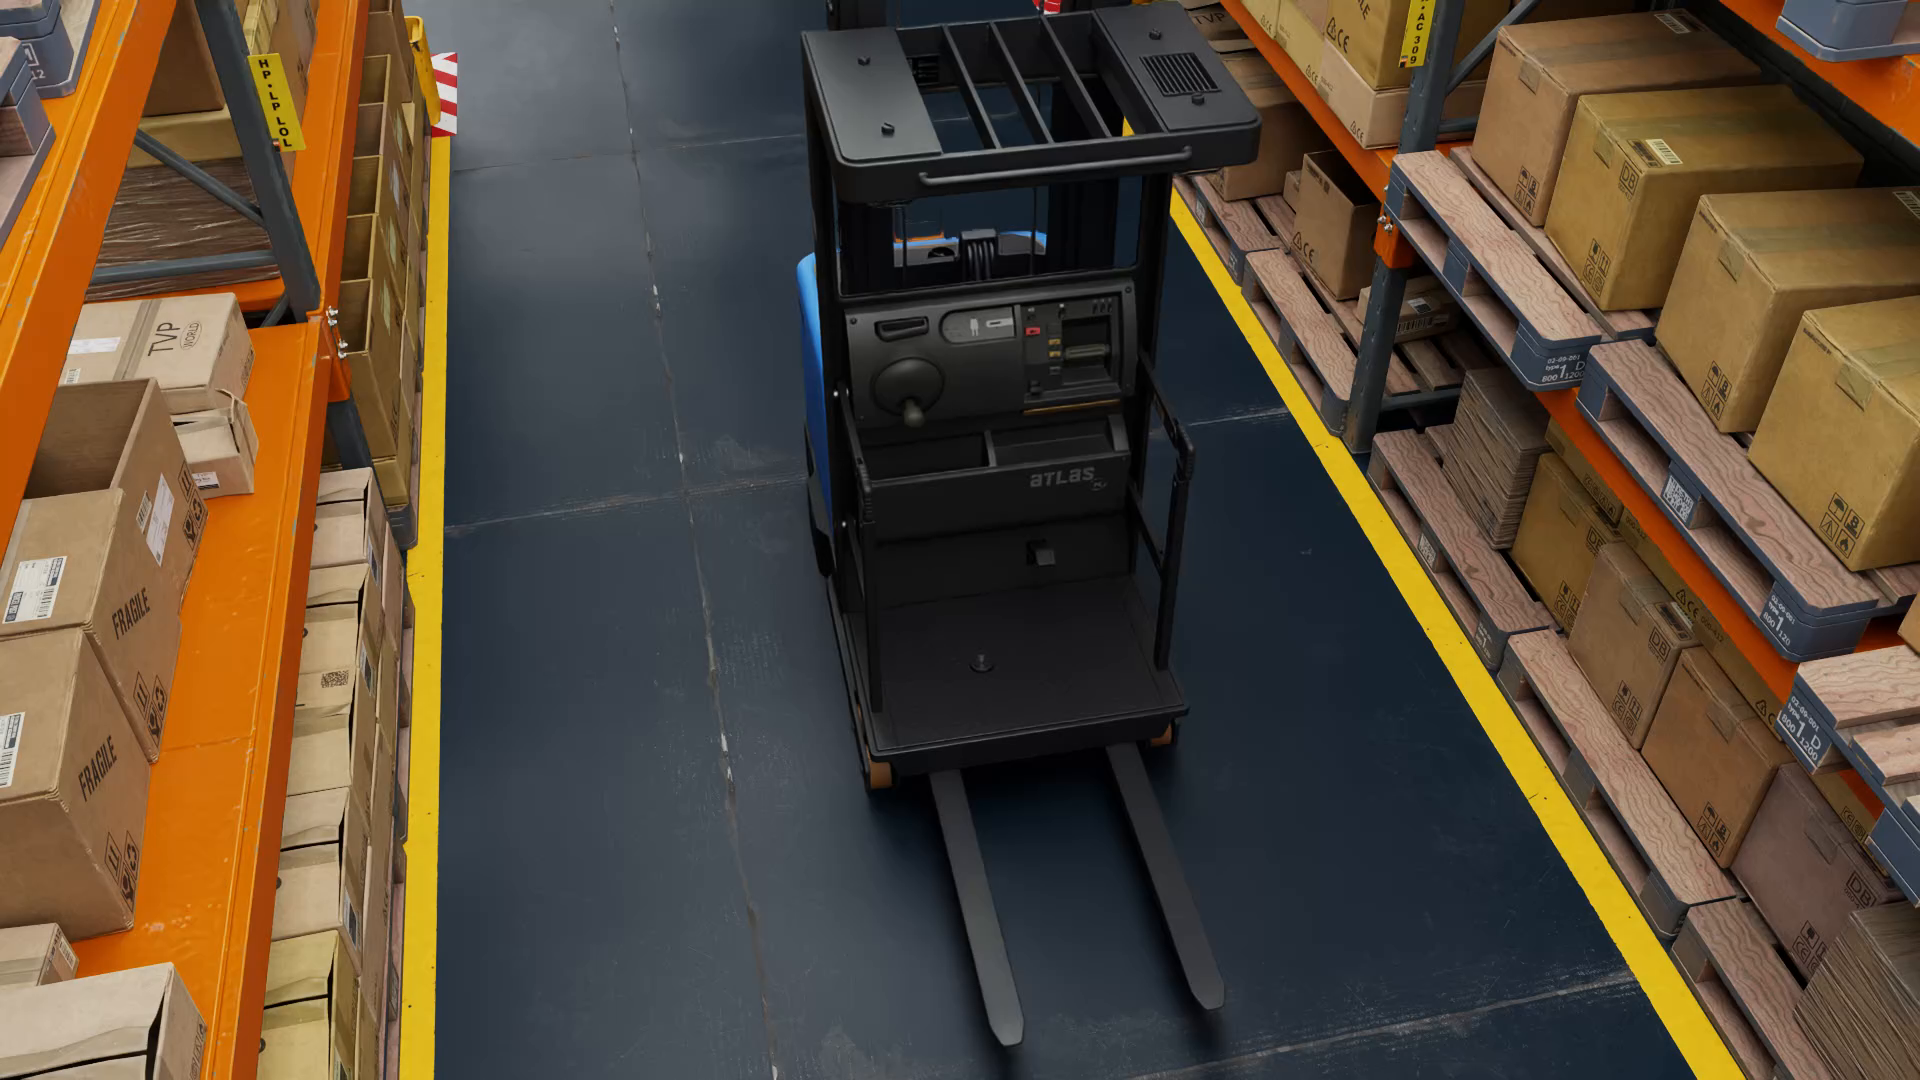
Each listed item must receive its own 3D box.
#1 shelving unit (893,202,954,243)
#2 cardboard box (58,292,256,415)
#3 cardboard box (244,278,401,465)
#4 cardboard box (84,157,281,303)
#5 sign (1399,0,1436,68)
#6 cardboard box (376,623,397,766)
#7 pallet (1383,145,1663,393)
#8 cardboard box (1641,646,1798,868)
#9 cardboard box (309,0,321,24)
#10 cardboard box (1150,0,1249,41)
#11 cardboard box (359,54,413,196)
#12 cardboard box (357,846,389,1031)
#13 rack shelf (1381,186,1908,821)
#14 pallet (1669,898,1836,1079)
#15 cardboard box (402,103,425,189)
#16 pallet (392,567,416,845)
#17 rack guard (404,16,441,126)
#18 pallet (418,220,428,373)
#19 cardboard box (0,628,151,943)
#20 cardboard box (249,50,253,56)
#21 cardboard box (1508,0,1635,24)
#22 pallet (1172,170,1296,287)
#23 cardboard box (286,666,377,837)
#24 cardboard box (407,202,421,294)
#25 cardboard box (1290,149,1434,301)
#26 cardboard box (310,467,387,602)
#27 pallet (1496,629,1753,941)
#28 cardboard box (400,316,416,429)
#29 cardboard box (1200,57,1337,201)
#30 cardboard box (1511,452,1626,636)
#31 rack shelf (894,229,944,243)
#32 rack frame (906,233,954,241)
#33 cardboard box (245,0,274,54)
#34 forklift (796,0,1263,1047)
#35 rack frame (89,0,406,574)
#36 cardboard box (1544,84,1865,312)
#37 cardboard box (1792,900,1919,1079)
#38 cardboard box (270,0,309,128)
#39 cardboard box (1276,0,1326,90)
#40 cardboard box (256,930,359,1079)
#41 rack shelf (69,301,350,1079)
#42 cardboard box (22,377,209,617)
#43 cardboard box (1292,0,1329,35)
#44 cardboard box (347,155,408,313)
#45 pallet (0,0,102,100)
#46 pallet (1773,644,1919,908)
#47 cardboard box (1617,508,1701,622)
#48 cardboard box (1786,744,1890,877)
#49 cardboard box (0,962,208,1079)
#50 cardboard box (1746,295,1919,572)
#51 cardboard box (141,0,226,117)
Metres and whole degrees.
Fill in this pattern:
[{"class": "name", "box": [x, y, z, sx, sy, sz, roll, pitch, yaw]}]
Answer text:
[{"class": "shelving unit", "box": [-0.145, -0.876, 6.946, 0.215, 1.050, 0.252, -8, 42, -8]}, {"class": "cardboard box", "box": [-2.525, -0.513, 5.181, 0.500, 0.250, 0.500, -6, 42, -7]}, {"class": "cardboard box", "box": [-2.468, -0.636, 6.398, 0.500, 0.500, 0.500, -8, 42, -9]}, {"class": "cardboard box", "box": [-2.776, -1.206, 5.774, 0.700, 0.500, 0.500, -9, 42, -10]}, {"class": "sign", "box": [1.634, -1.835, 5.906, 0.100, 0.325, 0.005, -8, 42, -9]}, {"class": "cardboard box", "box": [-2.194, 0.545, 5.632, 0.500, 0.250, 0.500, -9, 42, -10]}, {"class": "pallet", "box": [2.185, -1.006, 5.768, 1.003, 0.211, 1.213, -8, 42, -9]}, {"class": "cardboard box", "box": [2.687, 0.641, 5.320, 0.700, 0.500, 0.500, -9, 42, -10]}, {"class": "cardboard box", "box": [-3.230, -2.545, 7.282, 0.700, 0.500, 0.500, -8, 42, -9]}, {"class": "cardboard box", "box": [1.360, -2.884, 9.434, 0.500, 0.311, 0.500, -13, 43, -14]}, {"class": "cardboard box", "box": [-2.901, -1.933, 7.858, 0.500, 0.500, 0.500, -8, 42, -9]}, {"class": "cardboard box", "box": [-1.975, 1.206, 4.886, 0.500, 0.250, 0.500, -8, 42, -8]}, {"class": "rack shelf", "box": [2.594, -0.029, 5.065, 1.077, 0.370, 4.000, -8, 42, -9]}, {"class": "pallet", "box": [2.858, 1.535, 4.862, 1.003, 0.211, 1.213, -8, 42, -9]}, {"class": "cardboard box", "box": [-3.014, -1.976, 8.471, 0.500, 0.250, 0.500, -8, 42, -9]}, {"class": "pallet", "box": [-2.477, 0.633, 5.878, 1.003, 0.211, 1.213, -8, 42, -9]}, {"class": "rack guard", "box": [-3.543, -2.555, 9.252, 1.175, 0.500, 0.348, -8, 42, -9]}, {"class": "pallet", "box": [-3.072, -1.153, 7.890, 1.003, 0.211, 1.213, -8, 42, -9]}, {"class": "cardboard box", "box": [-2.189, 0.588, 3.752, 0.500, 0.500, 0.500, -10, 43, -12]}, {"class": "cardboard box", "box": [-2.597, -1.526, 5.646, 0.380, 0.149, 0.250, -8, 42, -9]}, {"class": "cardboard box", "box": [2.265, -2.160, 6.457, 0.500, 0.500, 0.500, -9, 42, -10]}, {"class": "pallet", "box": [1.716, -1.774, 8.589, 1.003, 0.211, 1.213, -8, 42, -9]}, {"class": "cardboard box", "box": [-2.083, 0.661, 5.078, 0.500, 0.311, 0.500, -8, 42, -9]}, {"class": "cardboard box", "box": [-2.798, -1.328, 7.741, 0.500, 0.250, 0.500, -8, 42, -9]}, {"class": "cardboard box", "box": [1.899, -1.491, 7.721, 0.500, 0.500, 0.500, -11, 43, -12]}, {"class": "cardboard box", "box": [-2.307, 0.001, 5.822, 0.500, 0.311, 0.500, -8, 42, -9]}, {"class": "pallet", "box": [2.598, 0.746, 5.751, 1.003, 0.211, 1.213, -8, 42, -9]}, {"class": "cardboard box", "box": [-2.581, -0.679, 7.011, 0.500, 0.250, 0.500, -8, 42, -9]}, {"class": "cardboard box", "box": [1.593, -2.103, 8.411, 0.700, 0.500, 0.500, -11, 43, -12]}, {"class": "cardboard box", "box": [2.498, -0.021, 6.066, 0.700, 0.500, 0.500, -9, 42, -10]}, {"class": "rack shelf", "box": [-0.145, -1.080, 6.765, 0.215, 0.259, 0.240, -8, 42, -8]}, {"class": "rack frame", "box": [-0.121, -0.797, 6.857, 0.200, 1.050, 0.008, -8, 42, -8]}, {"class": "cardboard box", "box": [-2.713, -1.863, 6.026, 0.380, 0.149, 0.250, -9, 42, -10]}, {"class": "forklift", "box": [0.151, -0.503, 5.109, 1.130, 2.935, 3.031, -8, 42, -8]}, {"class": "rack frame", "box": [-2.674, -0.882, 5.484, 1.000, 3.000, 0.127, -8, 42, -9]}, {"class": "cardboard box", "box": [2.352, -1.098, 5.321, 0.700, 0.500, 0.500, -4, 42, -5]}, {"class": "cardboard box", "box": [2.819, 1.310, 4.566, 0.700, 0.500, 0.500, -8, 42, -9]}, {"class": "cardboard box", "box": [-3.001, -1.873, 6.525, 0.700, 0.500, 0.500, -8, 42, -9]}, {"class": "cardboard box", "box": [1.664, -2.133, 6.992, 0.500, 0.250, 0.500, -8, 42, -9]}, {"class": "cardboard box", "box": [-1.866, 1.321, 4.335, 0.500, 0.311, 0.500, -9, 42, -10]}, {"class": "rack shelf", "box": [-2.242, 0.684, 4.262, 1.077, 0.370, 4.000, -8, 42, -9]}, {"class": "cardboard box", "box": [-2.410, -0.078, 4.503, 0.500, 0.500, 0.500, -6, 42, -6]}, {"class": "cardboard box", "box": [1.645, -2.411, 6.739, 0.500, 0.500, 0.500, -9, 42, -10]}, {"class": "cardboard box", "box": [-2.684, -1.285, 7.128, 0.500, 0.500, 0.500, -8, 42, -9]}, {"class": "pallet", "box": [-2.471, -1.362, 3.910, 0.805, 0.209, 1.217, -10, 43, -11]}, {"class": "pallet", "box": [2.768, 0.624, 3.932, 1.213, 0.211, 1.003, -8, 42, -9]}, {"class": "cardboard box", "box": [2.552, -0.008, 5.486, 0.500, 0.250, 0.500, -9, 42, -11]}, {"class": "cardboard box", "box": [2.757, 0.651, 4.744, 0.500, 0.250, 0.500, -8, 42, -8]}, {"class": "cardboard box", "box": [-1.815, 1.137, 3.277, 0.500, 0.311, 0.500, -9, 42, -10]}, {"class": "cardboard box", "box": [2.624, -0.311, 4.434, 0.700, 0.500, 0.500, -8, 42, -9]}, {"class": "cardboard box", "box": [-2.776, -1.691, 5.343, 0.700, 0.500, 0.500, -8, 42, -9]}]
